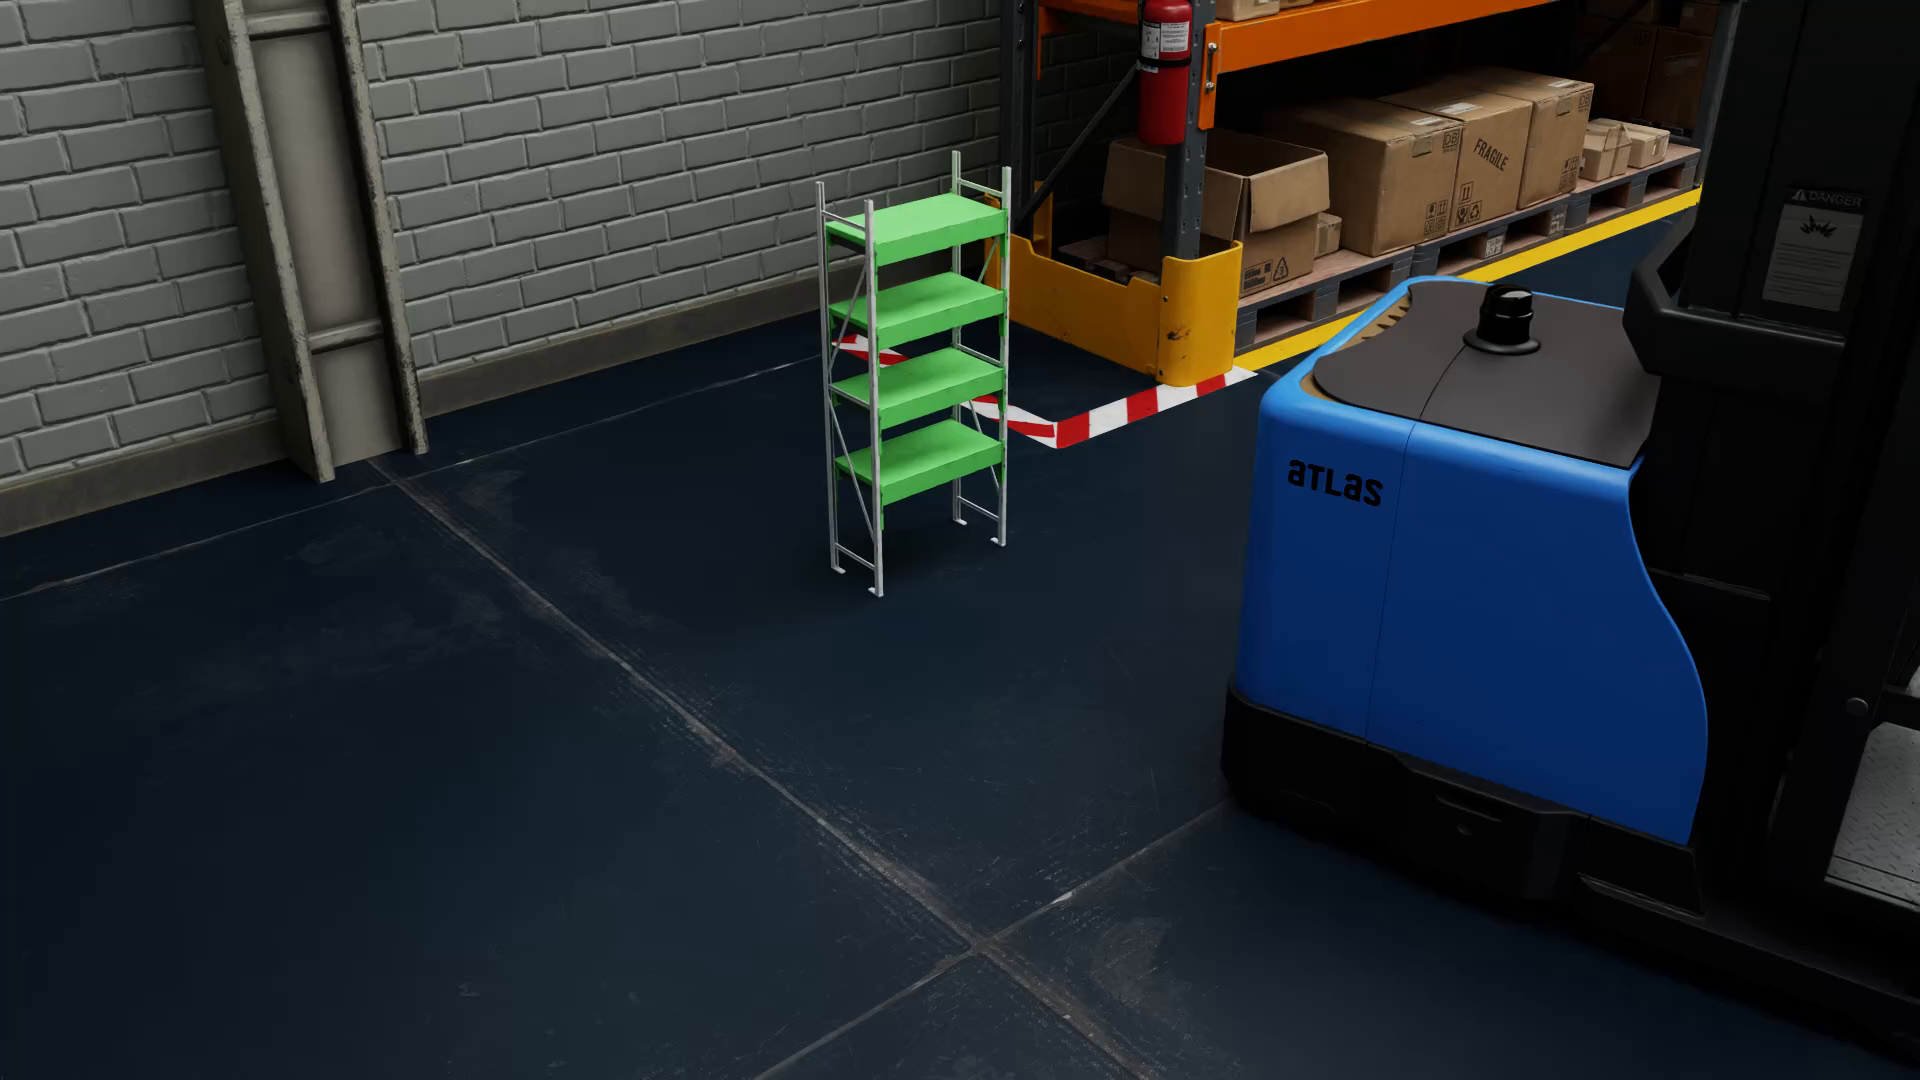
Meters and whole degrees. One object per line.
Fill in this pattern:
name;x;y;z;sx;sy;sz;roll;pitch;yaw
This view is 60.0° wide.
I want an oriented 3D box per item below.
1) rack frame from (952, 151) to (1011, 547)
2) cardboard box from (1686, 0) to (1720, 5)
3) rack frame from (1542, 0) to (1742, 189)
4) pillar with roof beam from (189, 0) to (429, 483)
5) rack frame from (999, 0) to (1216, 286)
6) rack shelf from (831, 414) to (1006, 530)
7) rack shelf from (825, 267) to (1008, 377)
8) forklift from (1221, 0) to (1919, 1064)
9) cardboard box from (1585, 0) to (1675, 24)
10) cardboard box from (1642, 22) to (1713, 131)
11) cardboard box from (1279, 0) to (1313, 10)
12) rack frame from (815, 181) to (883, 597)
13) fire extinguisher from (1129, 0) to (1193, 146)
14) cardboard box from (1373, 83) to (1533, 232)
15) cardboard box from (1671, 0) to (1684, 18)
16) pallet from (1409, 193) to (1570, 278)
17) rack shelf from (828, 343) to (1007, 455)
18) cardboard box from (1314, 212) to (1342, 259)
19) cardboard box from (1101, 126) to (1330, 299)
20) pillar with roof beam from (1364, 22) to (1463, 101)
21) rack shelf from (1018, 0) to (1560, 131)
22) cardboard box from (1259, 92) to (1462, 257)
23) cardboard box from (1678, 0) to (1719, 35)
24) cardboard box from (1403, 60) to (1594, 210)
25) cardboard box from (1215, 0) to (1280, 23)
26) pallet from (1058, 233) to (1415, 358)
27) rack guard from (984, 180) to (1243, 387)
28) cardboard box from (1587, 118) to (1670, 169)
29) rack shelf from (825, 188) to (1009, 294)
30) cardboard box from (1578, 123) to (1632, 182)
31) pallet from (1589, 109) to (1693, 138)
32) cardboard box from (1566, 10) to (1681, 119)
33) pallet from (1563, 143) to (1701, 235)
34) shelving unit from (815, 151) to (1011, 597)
rack frame;0.060;-0.553;5.012;0.015;1.200;0.240;-22;35;-35
cardboard box;3.976;-2.891;8.680;0.250;0.149;0.380;-23;35;-36
rack frame;3.570;-3.355;8.345;0.127;3.000;1.000;-22;35;-35
pillar with roof beam;0.685;-2.732;0.814;0.400;9.000;9.100;-22;35;-35
rack frame;0.527;-2.131;6.055;0.127;3.000;1.000;-22;35;-35
rack shelf;-0.126;-0.211;5.016;0.480;0.148;0.258;-22;35;-35
rack shelf;-0.126;-0.634;4.789;0.480;0.148;0.258;-22;35;-35
forklift;2.150;-0.474;3.026;3.031;2.935;1.130;17;33;29
cardboard box;3.663;-2.939;9.086;0.250;0.149;0.380;-24;36;-37
cardboard box;4.084;-2.505;8.961;0.500;0.500;0.500;-20;34;-33
cardboard box;1.118;-2.117;6.295;0.250;0.149;0.380;-21;35;-34
rack frame;-0.312;-0.404;4.733;0.015;1.200;0.240;-22;35;-35
fire extinguisher;0.715;-1.722;5.767;0.183;0.674;0.296;-22;35;-35
cardboard box;2.196;-1.740;7.531;0.500;0.500;0.500;-21;35;-34
cardboard box;3.859;-3.022;9.241;0.250;0.149;0.380;-22;35;-35
pallet;2.118;-1.540;7.908;1.213;0.211;1.003;-22;35;-35
rack shelf;-0.126;-0.422;4.903;0.480;0.148;0.258;-22;35;-35
cardboard box;1.402;-1.328;7.132;0.250;0.149;0.380;-24;36;-37
cardboard box;1.054;-1.368;6.831;0.637;0.503;0.797;-24;36;-37
pillar with roof beam;5.249;-4.567;4.249;0.400;9.000;9.100;-22;35;-35
rack shelf;2.048;-2.426;7.370;4.000;0.370;1.077;-22;35;-35
cardboard box;1.729;-1.614;7.295;0.500;0.500;0.700;-20;34;-33
cardboard box;4.015;-2.738;8.709;0.250;0.149;0.380;-20;34;-33
cardboard box;2.519;-1.932;7.889;0.500;0.500;0.700;-23;36;-37
cardboard box;0.955;-2.022;6.118;0.250;0.149;0.380;-22;35;-35
pallet;1.190;-1.169;7.213;1.213;0.211;1.003;-22;35;-35
rack guard;0.585;-1.052;6.688;0.348;0.500;1.175;-22;35;-35
cardboard box;3.337;-2.007;8.402;0.250;0.149;0.380;-23;36;-36
rack shelf;-0.126;-0.846;4.676;0.480;0.148;0.258;-22;35;-35
cardboard box;3.065;-1.949;8.170;0.258;0.266;0.396;-20;34;-33
pallet;4.164;-2.387;9.493;1.213;0.211;1.003;-22;35;-35
cardboard box;3.751;-2.694;9.315;0.500;0.500;0.500;-22;35;-35
pallet;3.047;-1.915;8.610;1.213;0.211;1.003;-22;35;-35
shelving unit;-0.126;-0.479;4.872;0.503;1.200;0.258;-22;35;-35
